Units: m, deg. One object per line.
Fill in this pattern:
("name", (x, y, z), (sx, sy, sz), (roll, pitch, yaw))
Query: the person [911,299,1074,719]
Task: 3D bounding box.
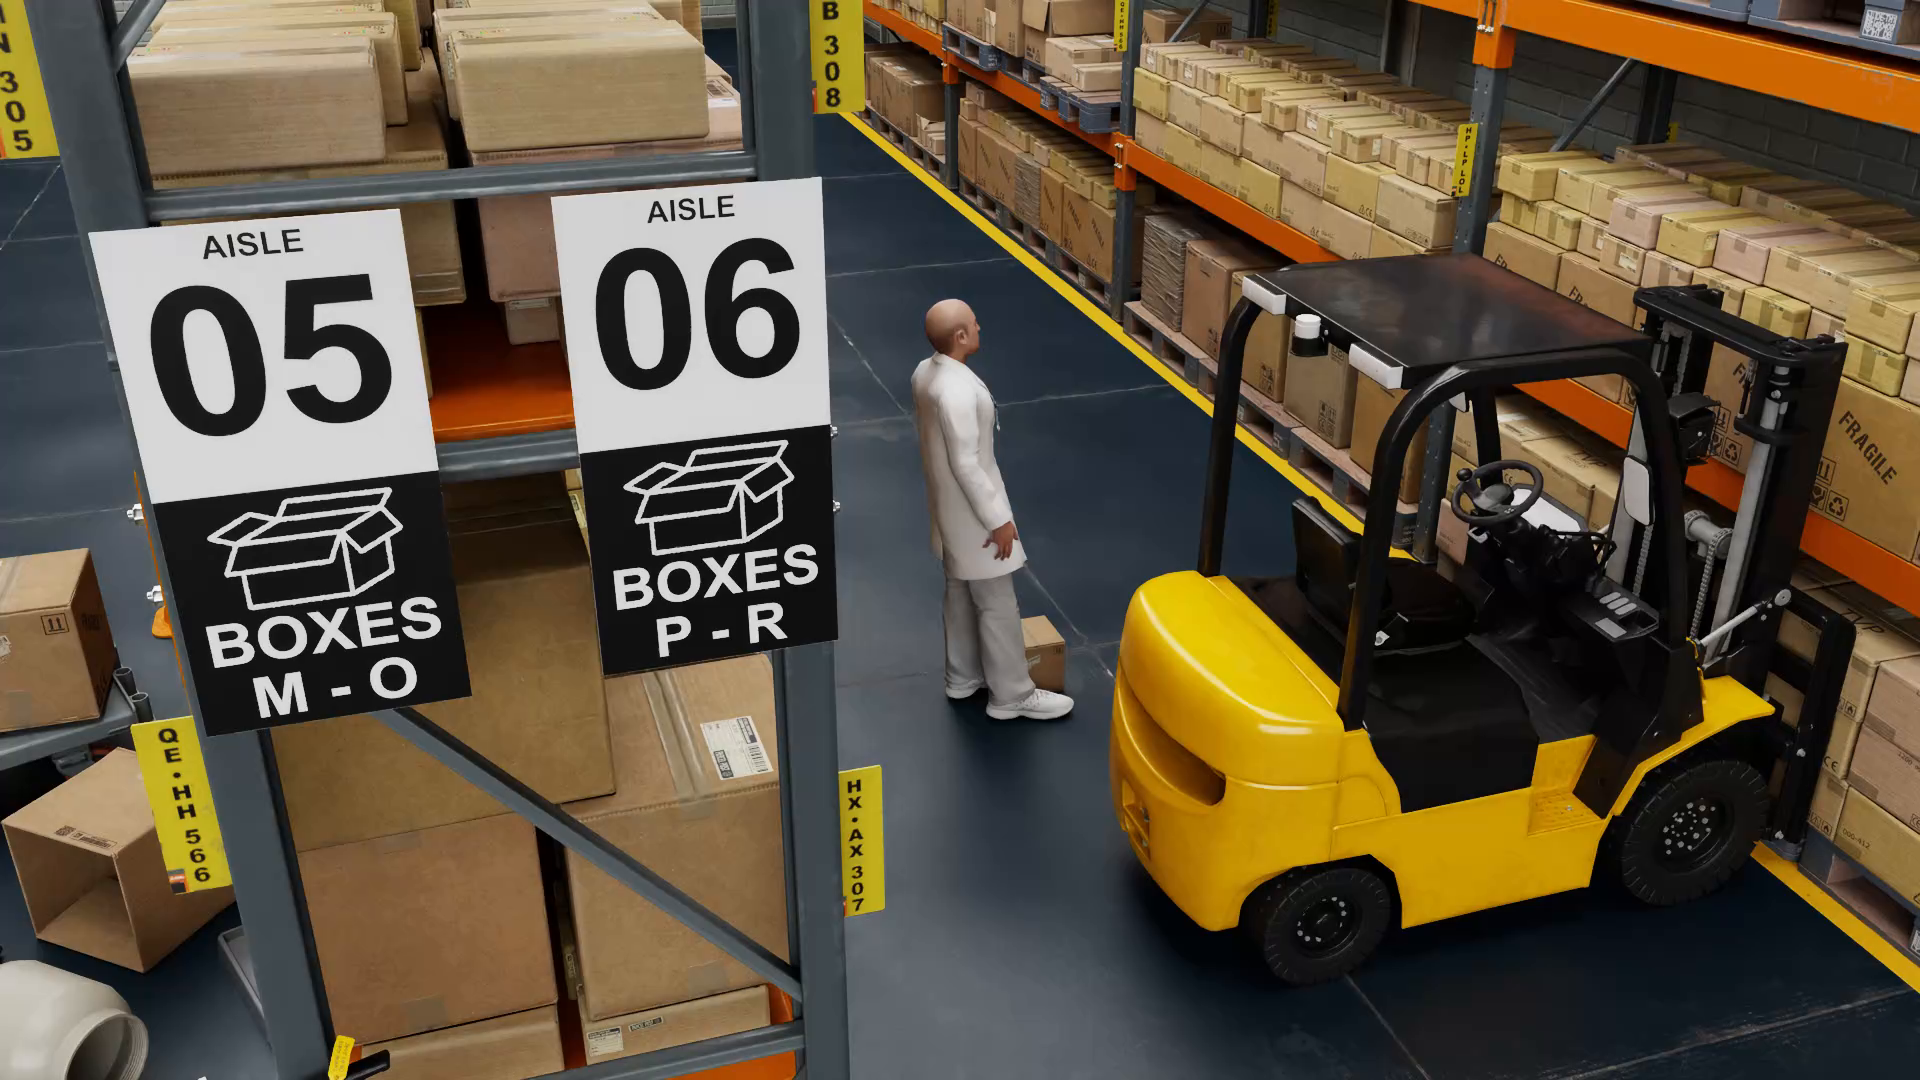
("person", (0.125, -0.142, 6.901), (0.579, 1.777, 0.698), (-8, 27, -16))
